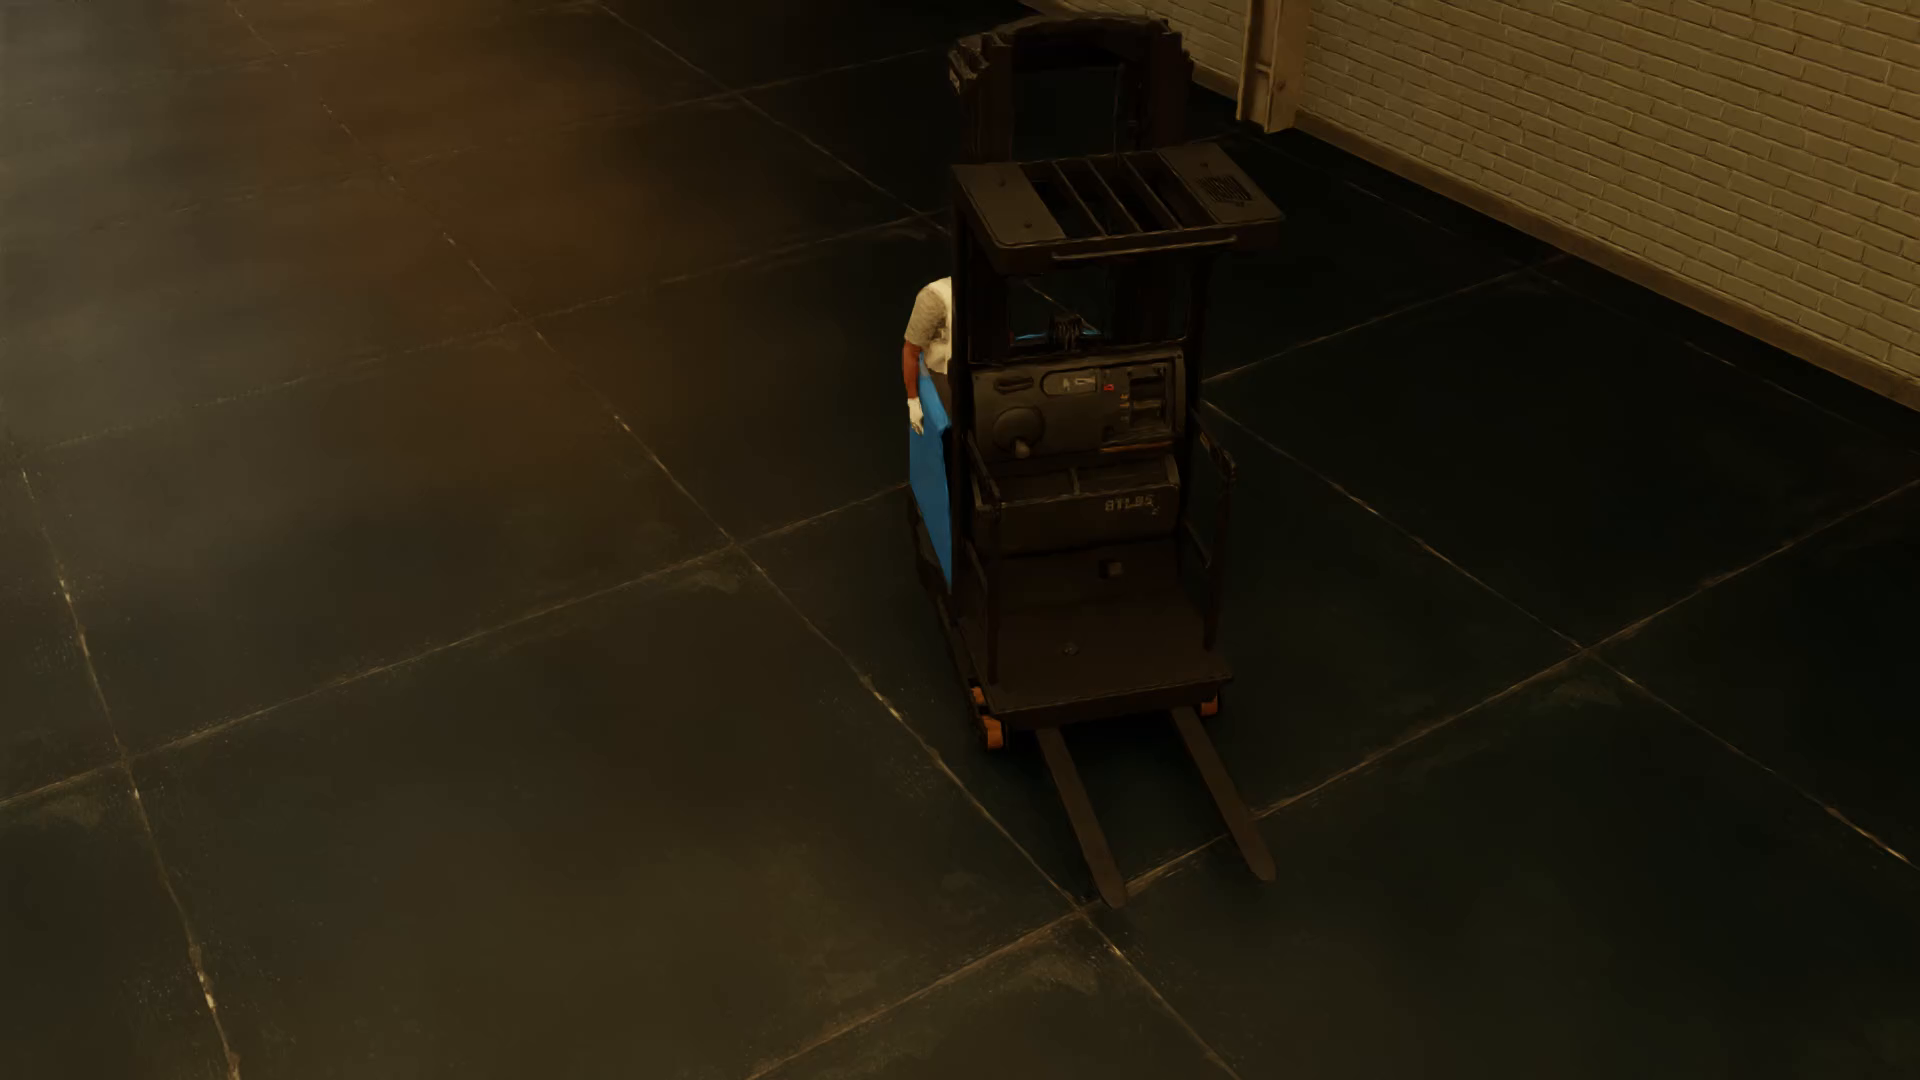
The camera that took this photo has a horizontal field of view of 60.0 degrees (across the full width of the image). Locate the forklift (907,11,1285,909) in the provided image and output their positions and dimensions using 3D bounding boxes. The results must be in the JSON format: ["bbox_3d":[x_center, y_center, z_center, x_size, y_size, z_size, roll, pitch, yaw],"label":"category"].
[{"bbox_3d":[0.560,-0.509,6.871,1.130,2.935,3.031,-8,36,-11],"label":"forklift"}]

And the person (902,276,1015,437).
[{"bbox_3d":[0.062,-0.677,8.134,0.709,1.775,0.489,-23,41,-29],"label":"person"}]
